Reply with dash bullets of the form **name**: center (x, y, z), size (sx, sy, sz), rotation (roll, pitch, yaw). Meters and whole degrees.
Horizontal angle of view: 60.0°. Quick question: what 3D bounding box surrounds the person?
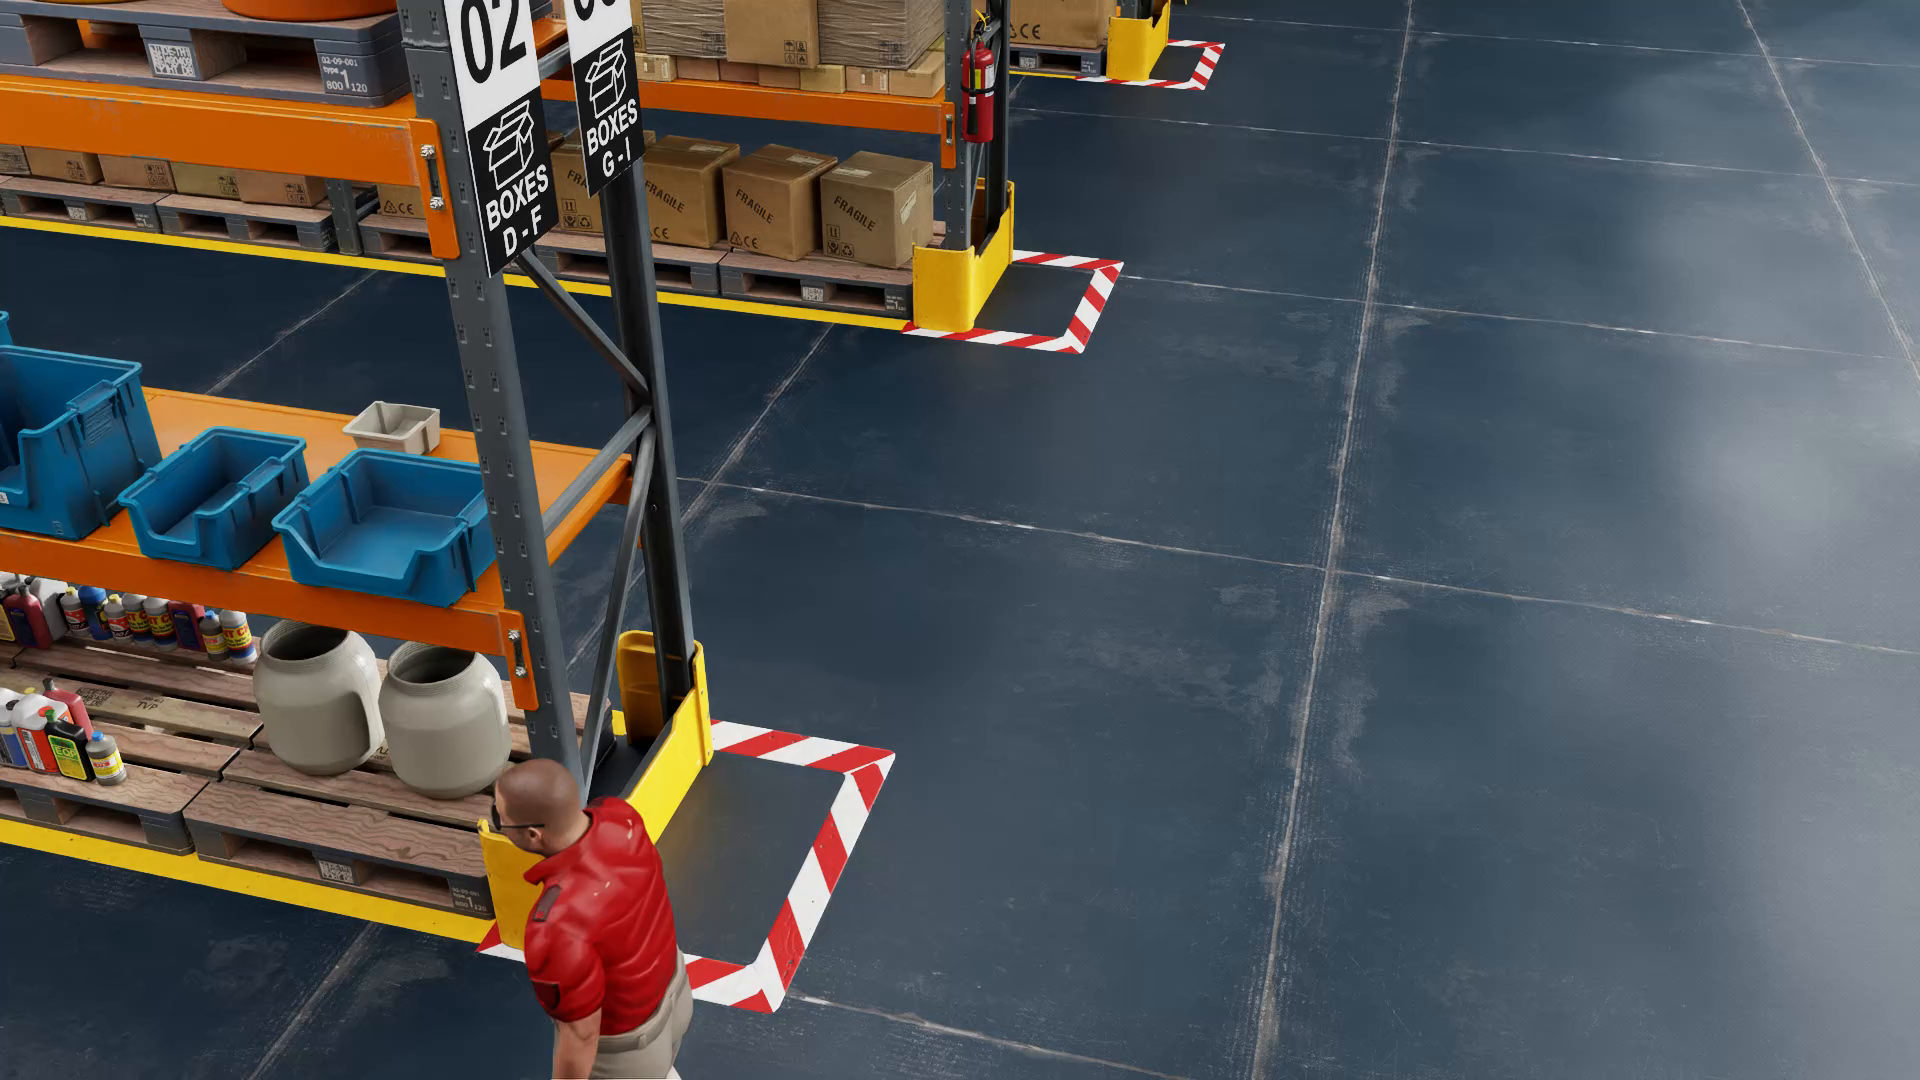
- **person**: center (-0.900, 1.226, 4.236), size (0.393, 1.726, 0.601), rotation (6, 33, 9)
